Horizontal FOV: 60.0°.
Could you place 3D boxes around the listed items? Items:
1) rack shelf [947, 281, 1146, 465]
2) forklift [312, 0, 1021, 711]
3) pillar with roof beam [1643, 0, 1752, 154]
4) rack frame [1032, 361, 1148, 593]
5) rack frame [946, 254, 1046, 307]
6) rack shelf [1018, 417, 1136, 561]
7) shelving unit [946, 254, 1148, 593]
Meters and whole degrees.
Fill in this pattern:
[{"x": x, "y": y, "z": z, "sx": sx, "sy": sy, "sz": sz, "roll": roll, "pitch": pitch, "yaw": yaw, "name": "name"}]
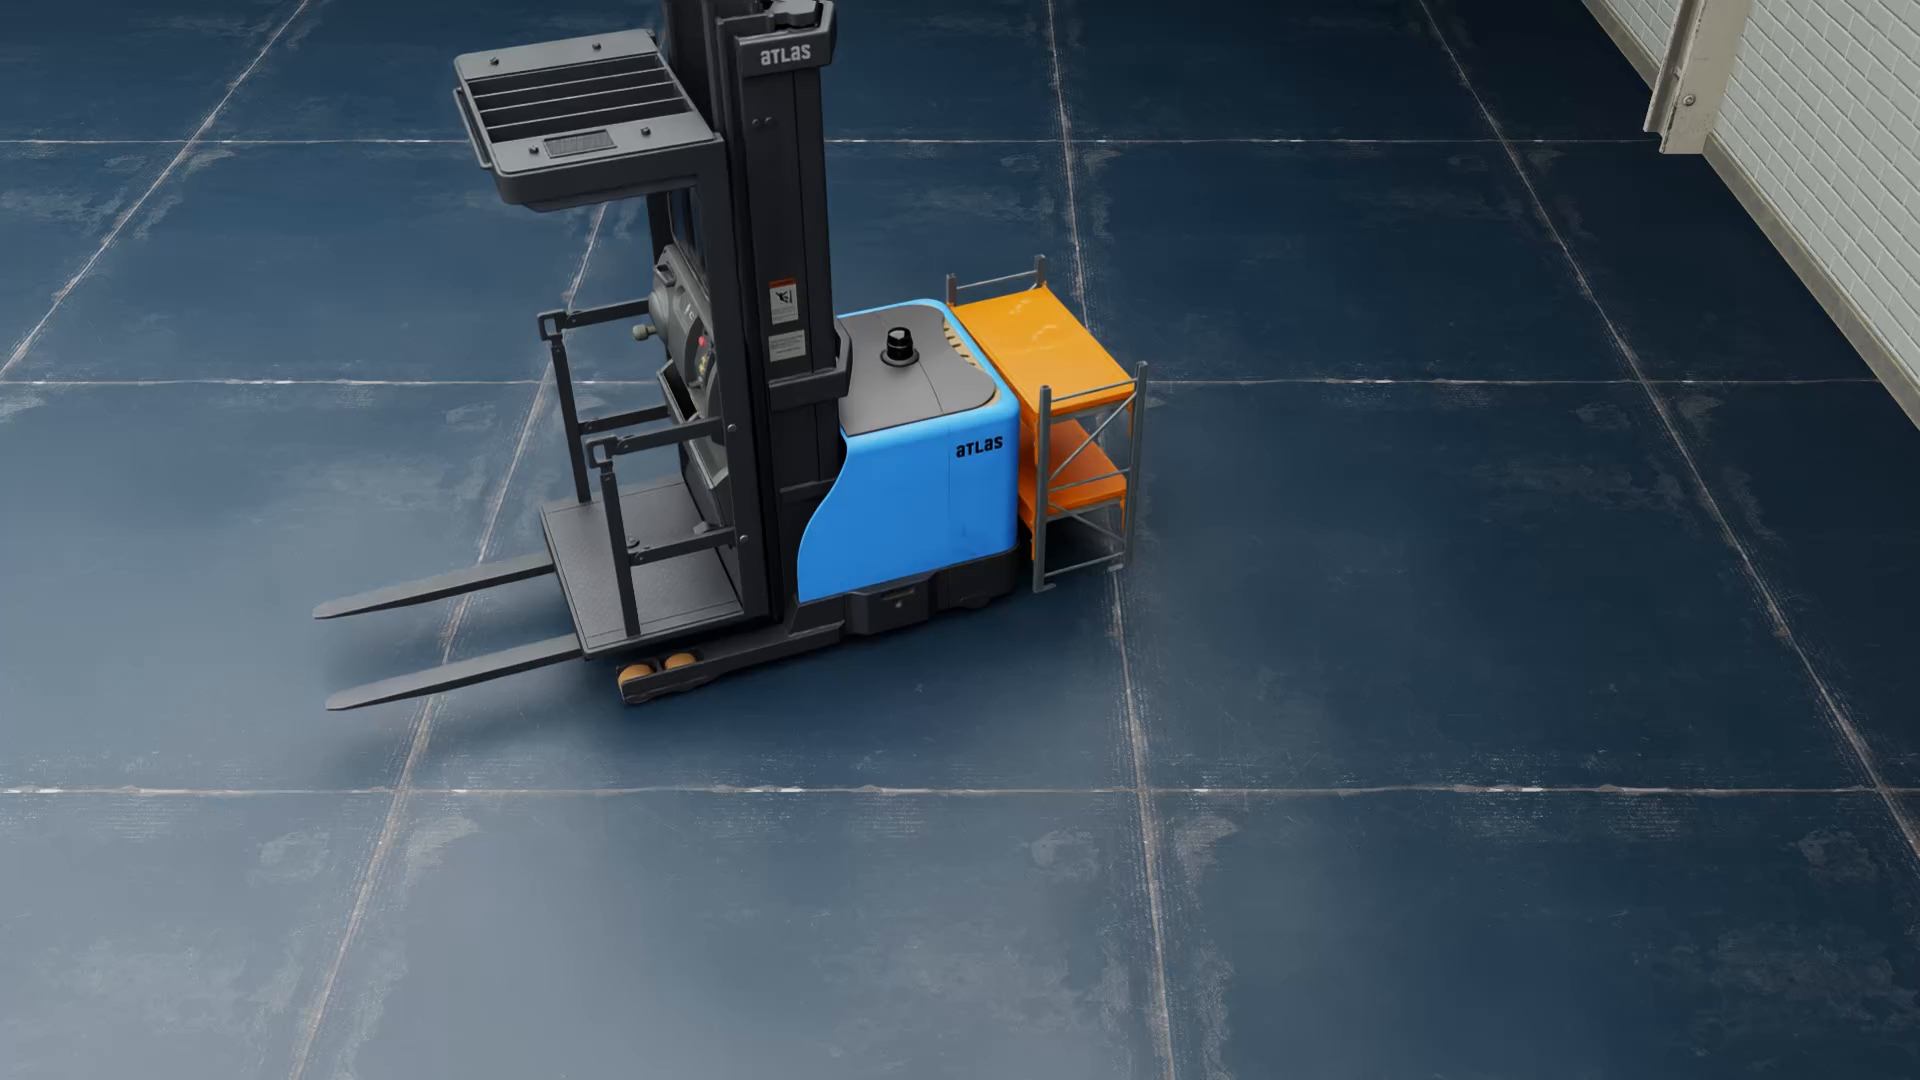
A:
[{"x": 0.370, "y": -0.782, "z": 7.604, "sx": 0.538, "sy": 0.278, "sz": 1.000, "roll": -15, "pitch": 41, "yaw": -18, "name": "rack shelf"}, {"x": -1.299, "y": -0.821, "z": 6.677, "sx": 3.031, "sy": 2.935, "sz": 1.130, "roll": -14, "pitch": 41, "yaw": -17, "name": "forklift"}, {"x": 0.600, "y": -6.250, "z": 8.599, "sx": 9.100, "sy": 9.000, "sz": 0.400, "roll": 0, "pitch": 39, "yaw": 0, "name": "pillar with roof beam"}, {"x": 0.571, "y": -0.262, "z": 7.423, "sx": 0.500, "sy": 1.125, "sz": 0.032, "roll": -15, "pitch": 41, "yaw": -18, "name": "rack frame"}, {"x": 0.169, "y": -0.846, "z": 8.152, "sx": 0.500, "sy": 1.125, "sz": 0.032, "roll": -15, "pitch": 41, "yaw": -18, "name": "rack frame"}, {"x": 0.370, "y": -0.363, "z": 7.940, "sx": 0.538, "sy": 0.278, "sz": 1.000, "roll": -15, "pitch": 41, "yaw": -18, "name": "rack shelf"}, {"x": 0.370, "y": -0.554, "z": 7.787, "sx": 0.538, "sy": 1.125, "sz": 1.048, "roll": -15, "pitch": 41, "yaw": -18, "name": "shelving unit"}]
